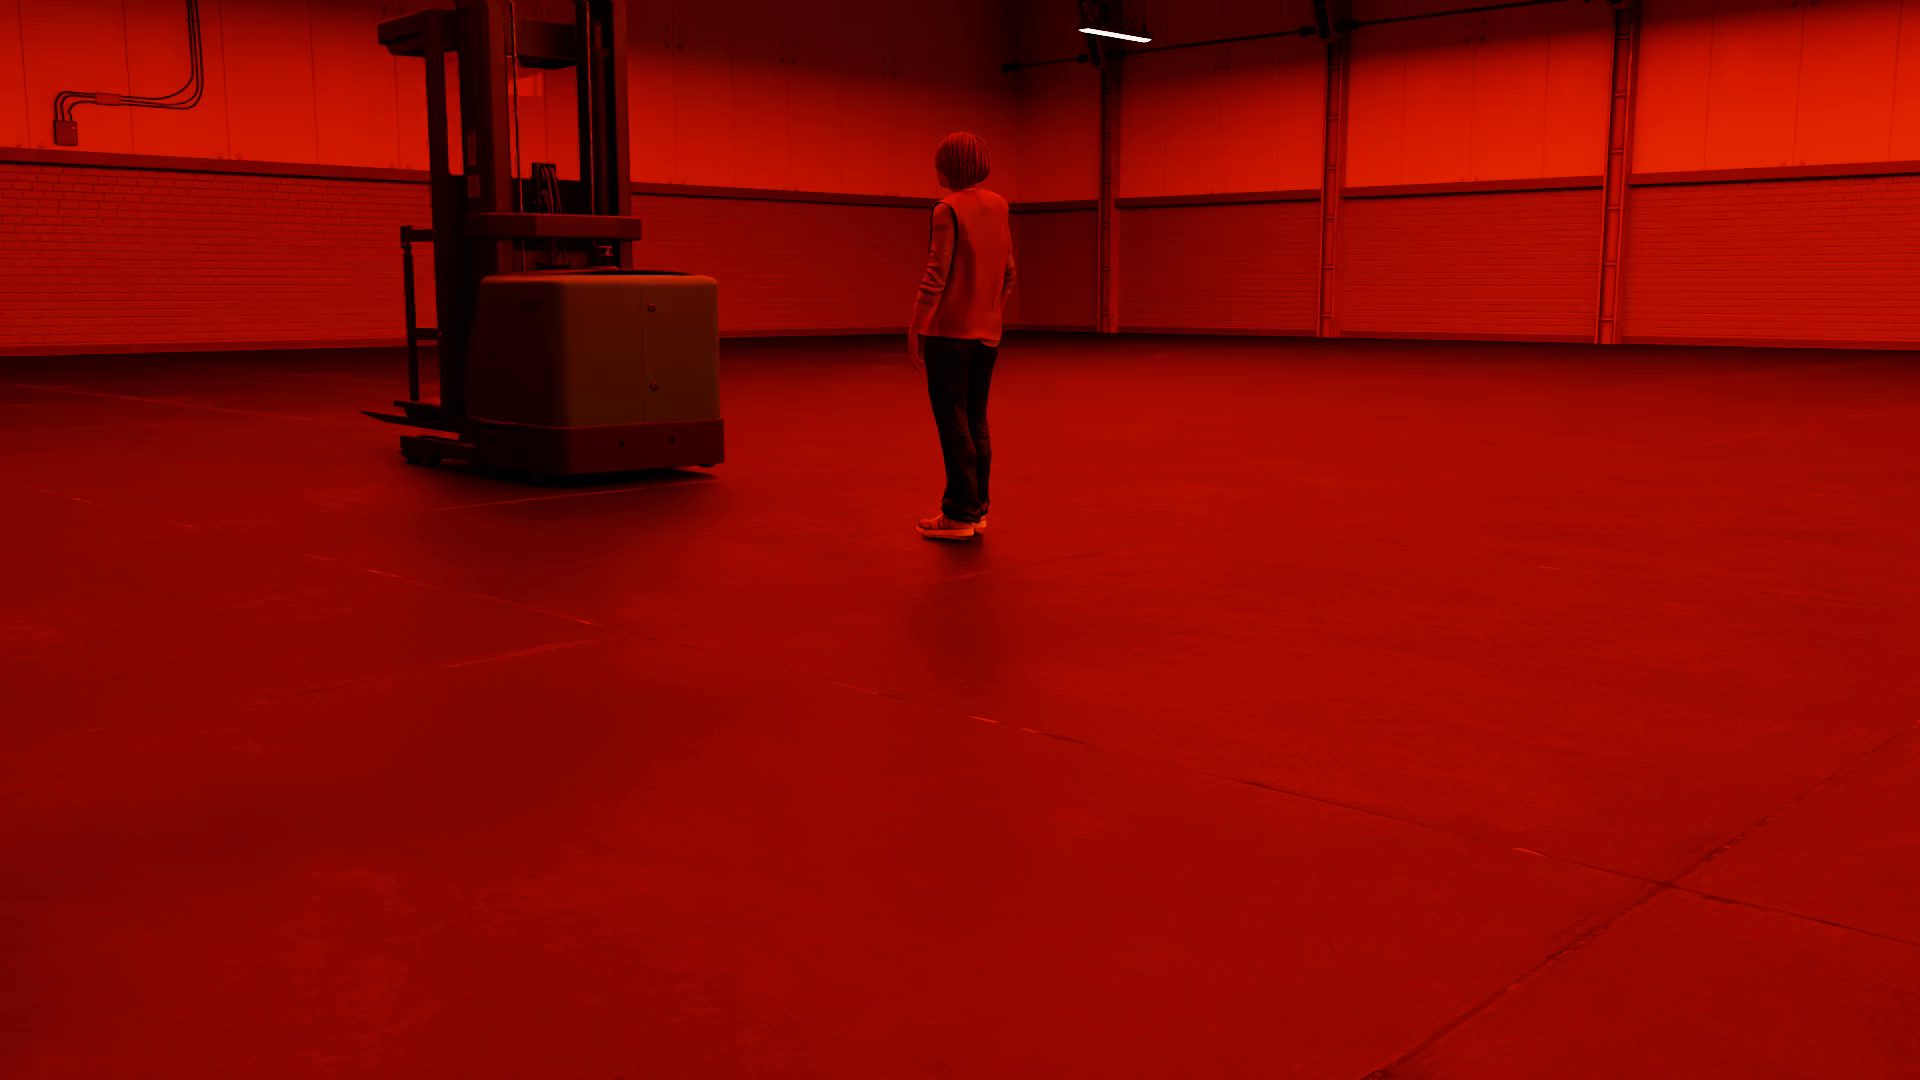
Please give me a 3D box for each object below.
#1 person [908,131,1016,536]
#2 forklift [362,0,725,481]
[{"bbox_3d":[-0.043,-0.806,6.658,0.476,1.597,0.520,8,12,43],"label":"person"},{"bbox_3d":[-2.621,-1.920,9.624,1.130,2.935,3.031,-7,11,-40],"label":"forklift"}]
